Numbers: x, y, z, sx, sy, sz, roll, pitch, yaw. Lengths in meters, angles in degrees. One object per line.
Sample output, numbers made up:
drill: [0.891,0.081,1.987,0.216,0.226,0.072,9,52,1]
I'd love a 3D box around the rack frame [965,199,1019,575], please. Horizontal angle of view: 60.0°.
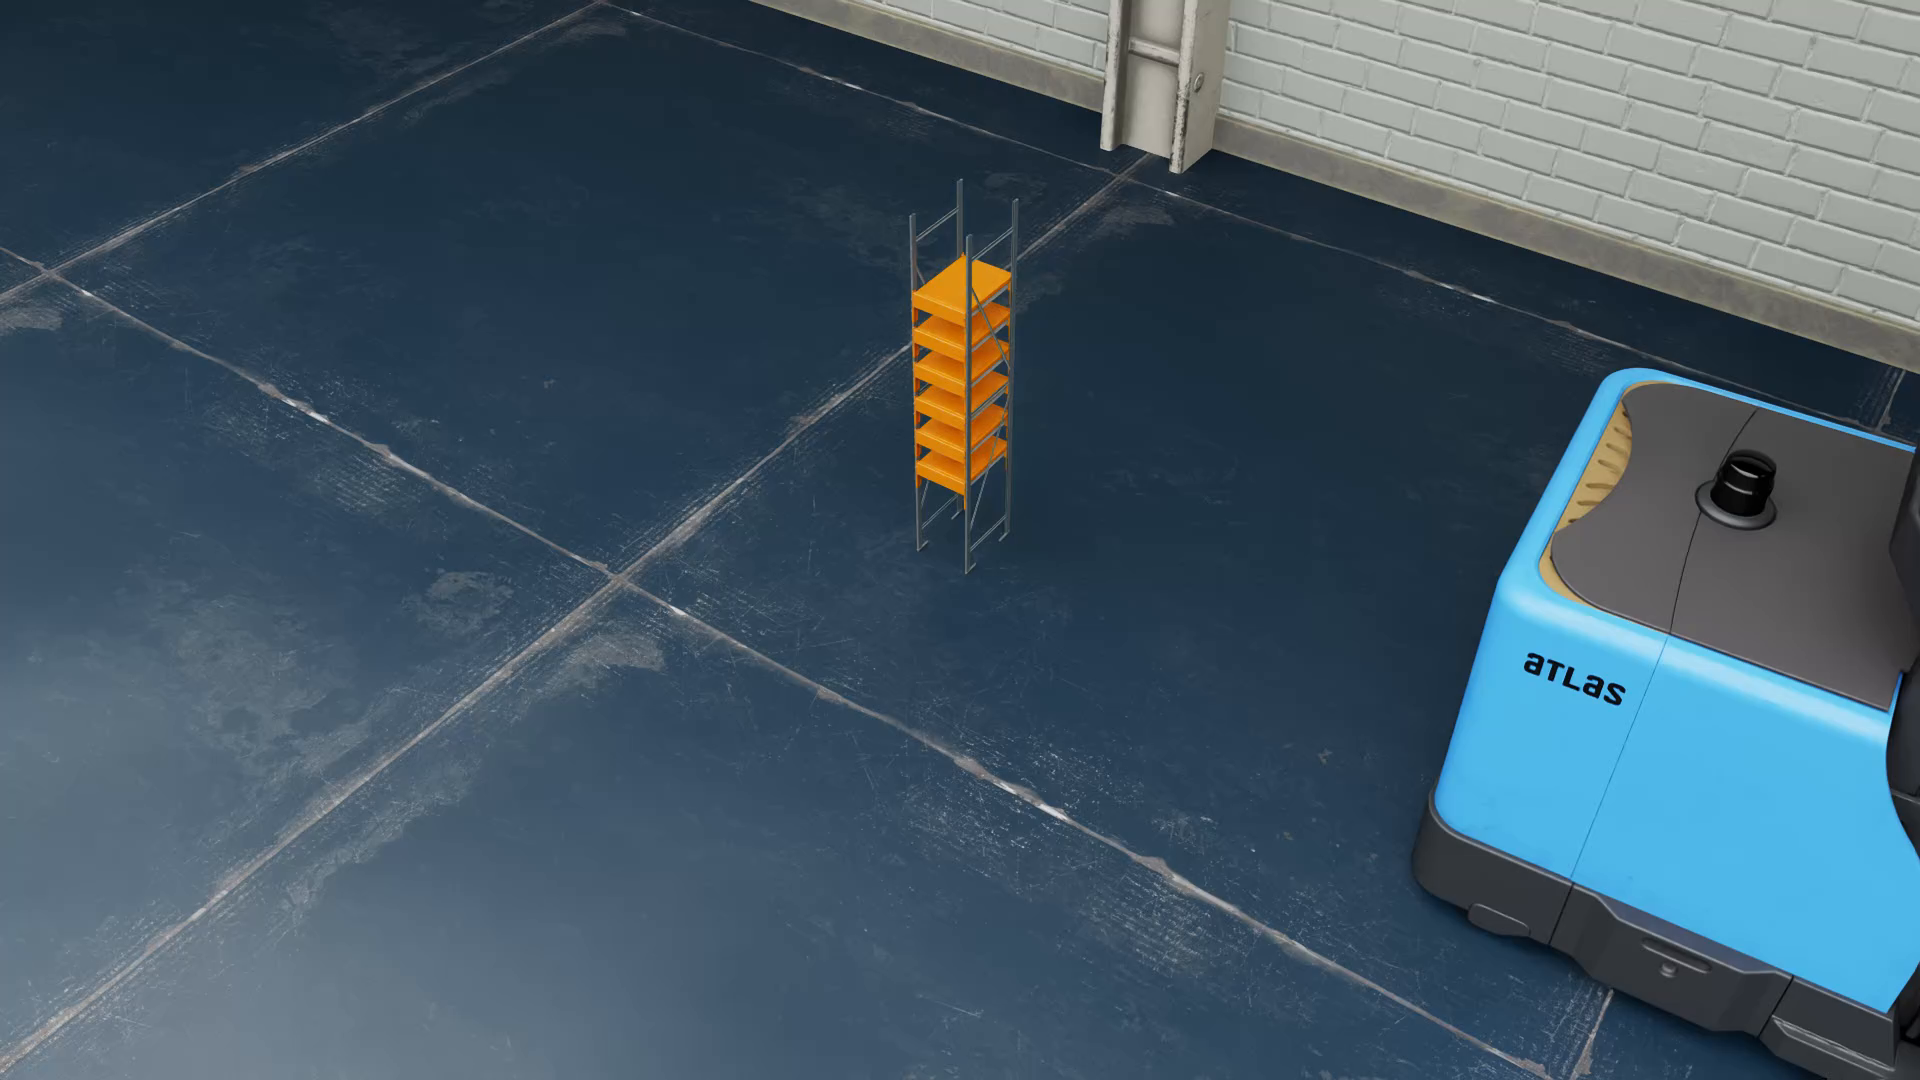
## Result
rack frame: [0.087,-0.407,4.805,0.006,1.200,0.240,25,48,25]

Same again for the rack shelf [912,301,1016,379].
rack shelf: [0.012,-0.587,4.713,0.180,0.103,0.258,25,48,25]

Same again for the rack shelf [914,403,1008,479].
rack shelf: [0.012,-0.319,4.953,0.180,0.103,0.258,25,48,25]

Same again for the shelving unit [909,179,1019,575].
shelving unit: [0.012,-0.442,4.844,0.189,1.200,0.258,25,48,25]

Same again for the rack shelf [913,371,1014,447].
rack shelf: [0.012,-0.408,4.873,0.180,0.103,0.258,25,48,25]

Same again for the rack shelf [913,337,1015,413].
rack shelf: [0.012,-0.498,4.793,0.180,0.103,0.258,25,48,25]

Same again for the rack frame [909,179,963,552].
rack frame: [-0.063,-0.477,4.883,0.006,1.200,0.240,25,48,25]

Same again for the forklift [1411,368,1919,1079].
forklift: [2.673,0.037,3.011,3.031,2.935,1.130,22,46,23]

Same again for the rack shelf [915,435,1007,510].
rack shelf: [0.012,-0.230,5.033,0.180,0.103,0.258,25,48,25]

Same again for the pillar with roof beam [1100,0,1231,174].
pillar with roof beam: [-1.624,-2.694,1.513,0.400,9.000,9.100,25,48,25]

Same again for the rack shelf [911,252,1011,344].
rack shelf: [0.012,-0.677,4.633,0.180,0.103,0.258,25,48,25]
